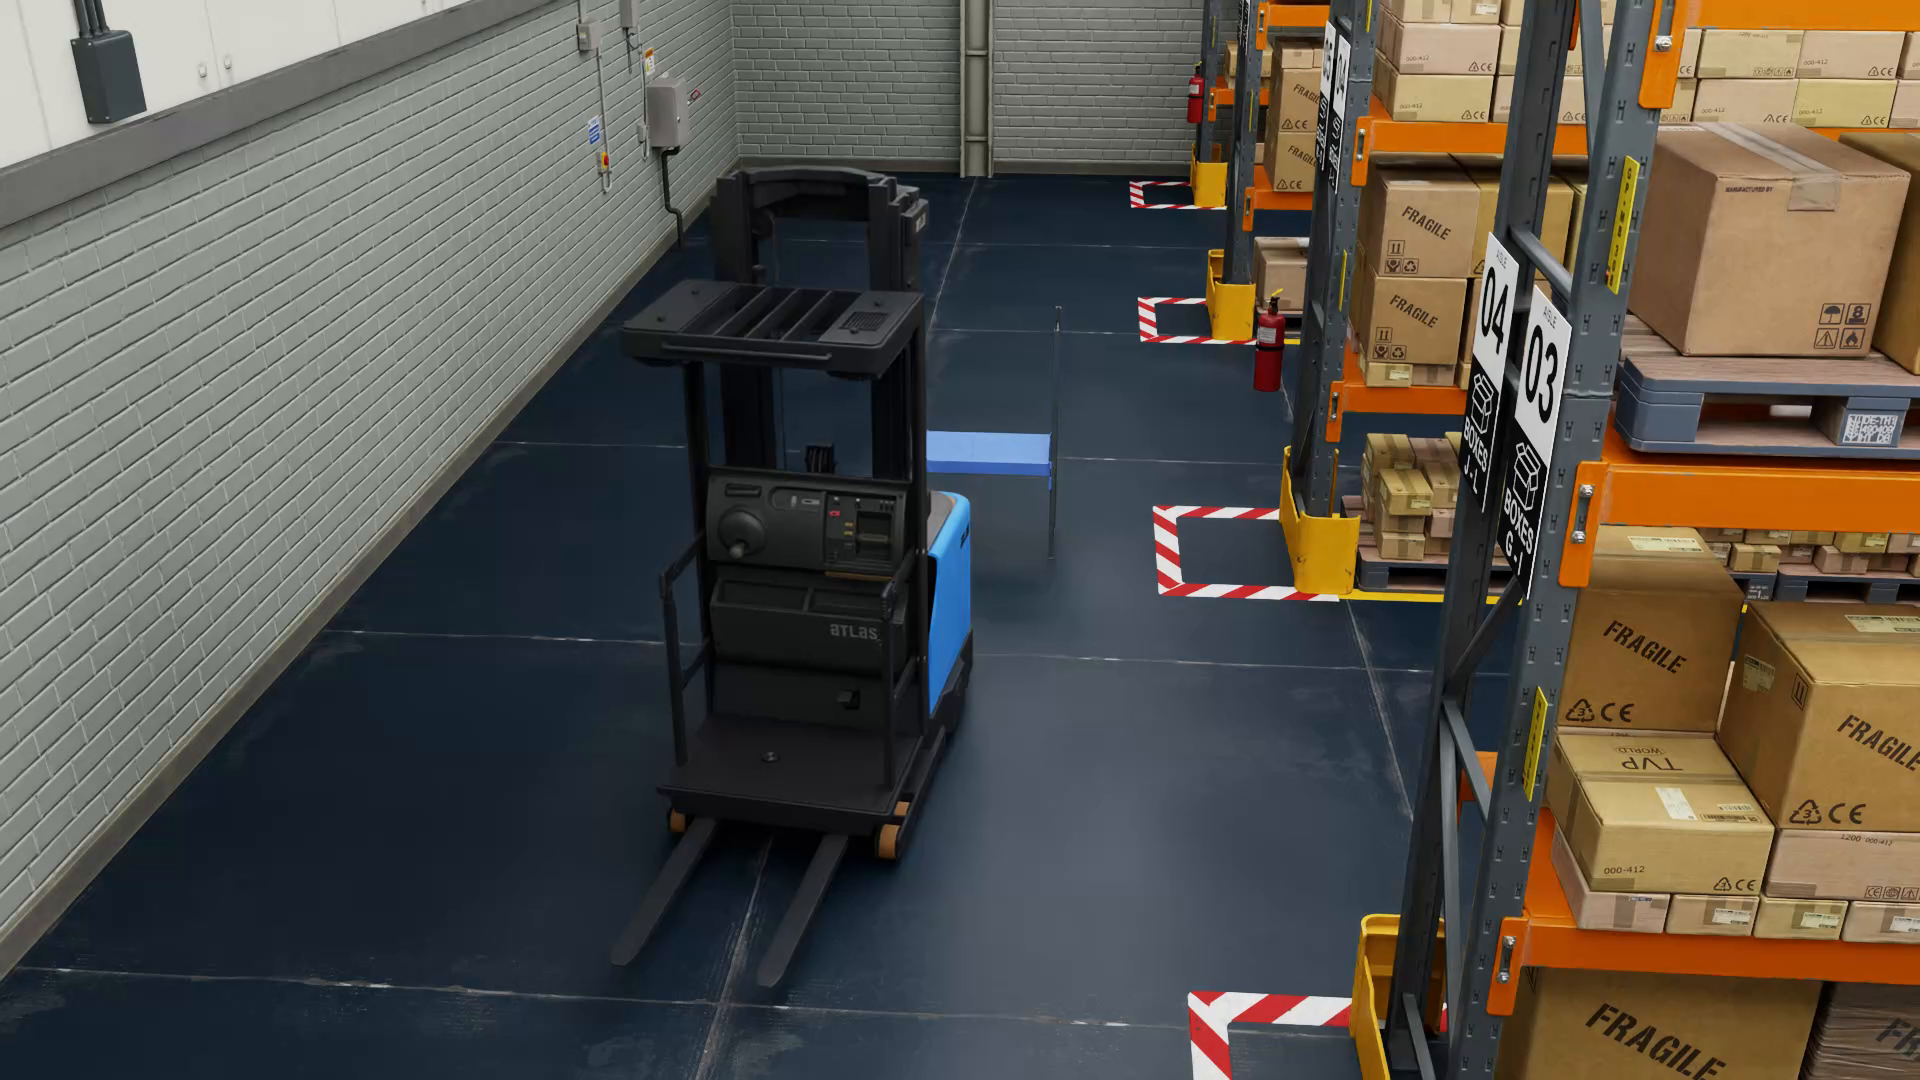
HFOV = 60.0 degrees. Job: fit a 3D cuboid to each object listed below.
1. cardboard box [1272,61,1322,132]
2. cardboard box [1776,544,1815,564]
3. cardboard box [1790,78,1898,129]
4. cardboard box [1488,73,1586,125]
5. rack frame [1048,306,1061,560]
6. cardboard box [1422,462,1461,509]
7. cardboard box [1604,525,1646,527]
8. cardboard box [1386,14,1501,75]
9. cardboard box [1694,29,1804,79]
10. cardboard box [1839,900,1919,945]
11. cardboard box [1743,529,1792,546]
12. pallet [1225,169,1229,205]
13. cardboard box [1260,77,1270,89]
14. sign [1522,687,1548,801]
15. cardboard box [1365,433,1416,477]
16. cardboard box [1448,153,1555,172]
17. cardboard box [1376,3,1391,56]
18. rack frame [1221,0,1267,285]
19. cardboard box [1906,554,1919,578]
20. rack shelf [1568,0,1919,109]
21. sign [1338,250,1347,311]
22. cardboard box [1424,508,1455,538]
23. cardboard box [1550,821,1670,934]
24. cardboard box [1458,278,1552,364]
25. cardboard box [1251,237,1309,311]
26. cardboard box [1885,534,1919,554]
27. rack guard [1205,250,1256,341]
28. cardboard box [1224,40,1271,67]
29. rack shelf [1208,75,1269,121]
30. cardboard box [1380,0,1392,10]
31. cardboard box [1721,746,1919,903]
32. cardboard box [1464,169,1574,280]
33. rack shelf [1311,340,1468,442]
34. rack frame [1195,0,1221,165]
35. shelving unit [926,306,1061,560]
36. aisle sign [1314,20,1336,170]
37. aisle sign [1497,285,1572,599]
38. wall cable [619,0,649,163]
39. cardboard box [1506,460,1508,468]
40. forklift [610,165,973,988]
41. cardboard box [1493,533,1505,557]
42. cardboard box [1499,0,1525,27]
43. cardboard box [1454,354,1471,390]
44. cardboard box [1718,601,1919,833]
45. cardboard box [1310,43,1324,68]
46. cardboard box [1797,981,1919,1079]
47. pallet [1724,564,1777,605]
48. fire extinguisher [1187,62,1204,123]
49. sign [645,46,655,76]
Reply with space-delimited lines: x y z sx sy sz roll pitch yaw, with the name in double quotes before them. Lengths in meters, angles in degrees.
"cardboard box" 2.908 -3.713 13.914 0.500 0.500 0.500 1 25 3
"cardboard box" 4.969 -0.003 10.076 0.250 0.149 0.380 1 25 3
"cardboard box" 4.648 -2.387 8.941 0.500 0.250 0.500 2 25 3
"cardboard box" 3.125 -2.436 9.046 0.500 0.250 0.500 3 25 6
"rack frame" 0.592 -0.662 10.395 0.032 1.500 0.500 2 25 4
"cardboard box" 2.953 -0.330 10.074 0.250 0.149 0.380 2 25 5
"cardboard box" 3.988 -0.171 10.085 0.250 0.149 0.380 3 25 7
"cardboard box" 2.600 -2.680 8.978 0.500 0.250 0.500 2 25 5
"cardboard box" 4.118 -2.627 8.864 0.500 0.250 0.500 1 25 2
"cardboard box" 2.792 1.070 5.137 0.250 0.149 0.380 1 25 3
"cardboard box" 4.785 -0.115 9.963 0.250 0.149 0.380 2 25 5
"pallet" 3.698 -4.122 19.455 1.213 0.211 1.003 2 25 4
"cardboard box" 3.391 -5.188 18.737 0.250 0.149 0.380 2 25 5
"sign" 1.644 0.585 4.760 0.005 0.325 0.100 2 25 4
"cardboard box" 2.720 -0.535 10.522 0.250 0.149 0.380 2 25 5
"cardboard box" 3.153 -1.988 9.811 0.500 0.500 0.500 1 25 2
"cardboard box" 2.651 -2.894 9.443 0.500 0.250 0.500 1 25 2
"rack frame" 2.451 -3.347 14.436 0.127 3.000 1.000 2 25 4
"cardboard box" 5.744 0.081 9.894 0.250 0.149 0.380 2 25 5
"rack shelf" 3.686 -1.370 4.300 4.000 0.370 1.077 2 25 4
"sign" 2.131 -1.448 9.273 0.005 0.325 0.100 2 25 4
"cardboard box" 2.944 -0.156 10.052 0.250 0.149 0.380 2 25 4
"cardboard box" 2.021 1.046 5.188 0.250 0.149 0.380 2 25 5
"cardboard box" 3.135 -1.325 9.566 0.500 0.500 0.500 2 25 4
"cardboard box" 3.117 -2.395 14.928 0.875 0.438 0.875 1 25 2
"cardboard box" 5.552 -0.065 9.854 0.250 0.149 0.380 1 25 1
"rack guard" 2.427 -2.212 14.960 0.348 0.500 1.175 2 25 4
"cardboard box" 3.306 -5.579 19.109 0.500 0.250 0.500 3 25 6
"rack shelf" 4.821 -5.025 18.943 4.000 0.370 1.077 2 25 4
"cardboard box" 2.527 -3.095 9.405 0.250 0.149 0.380 2 25 4
"cardboard box" 2.669 0.858 5.121 0.500 0.250 0.500 2 25 3
"cardboard box" 3.104 -1.777 9.352 0.500 0.500 0.500 3 25 6
"rack shelf" 4.167 -0.890 9.956 4.000 0.370 1.077 2 25 4
"rack frame" 2.827 -5.416 18.932 0.127 3.000 1.000 2 25 4
"shelving unit" 0.085 -0.679 10.431 1.048 1.500 0.538 2 25 4
"aisle sign" 2.123 -2.589 9.678 0.004 0.787 0.394 2 25 4
"aisle sign" 1.597 -0.275 4.649 0.004 0.787 0.394 2 25 4
"wall cable" -3.076 -4.571 15.880 0.122 1.984 0.588 2 25 4
"cardboard box" 3.487 -0.513 10.474 0.250 0.149 0.380 1 25 2
"forklift" -0.741 -0.042 7.335 1.130 2.935 3.031 5 25 11
"cardboard box" 3.186 -0.047 10.172 0.250 0.149 0.380 2 25 5
"cardboard box" 2.996 -2.824 8.814 0.250 0.149 0.380 2 25 4
"cardboard box" 2.992 -0.998 9.631 0.250 0.149 0.380 1 25 2
"cardboard box" 2.649 0.519 4.959 0.500 0.500 0.500 1 25 3
"cardboard box" 3.050 -4.036 13.841 0.250 0.149 0.380 2 25 5
"cardboard box" 3.244 1.574 5.780 0.875 0.875 0.875 2 25 4
"pallet" 4.269 0.069 10.347 1.213 0.211 1.003 2 25 4
"fire extinguisher" 2.645 -5.024 18.618 0.183 0.674 0.296 2 25 4
"sign" -3.078 -4.747 16.491 0.001 0.242 0.339 2 25 4
